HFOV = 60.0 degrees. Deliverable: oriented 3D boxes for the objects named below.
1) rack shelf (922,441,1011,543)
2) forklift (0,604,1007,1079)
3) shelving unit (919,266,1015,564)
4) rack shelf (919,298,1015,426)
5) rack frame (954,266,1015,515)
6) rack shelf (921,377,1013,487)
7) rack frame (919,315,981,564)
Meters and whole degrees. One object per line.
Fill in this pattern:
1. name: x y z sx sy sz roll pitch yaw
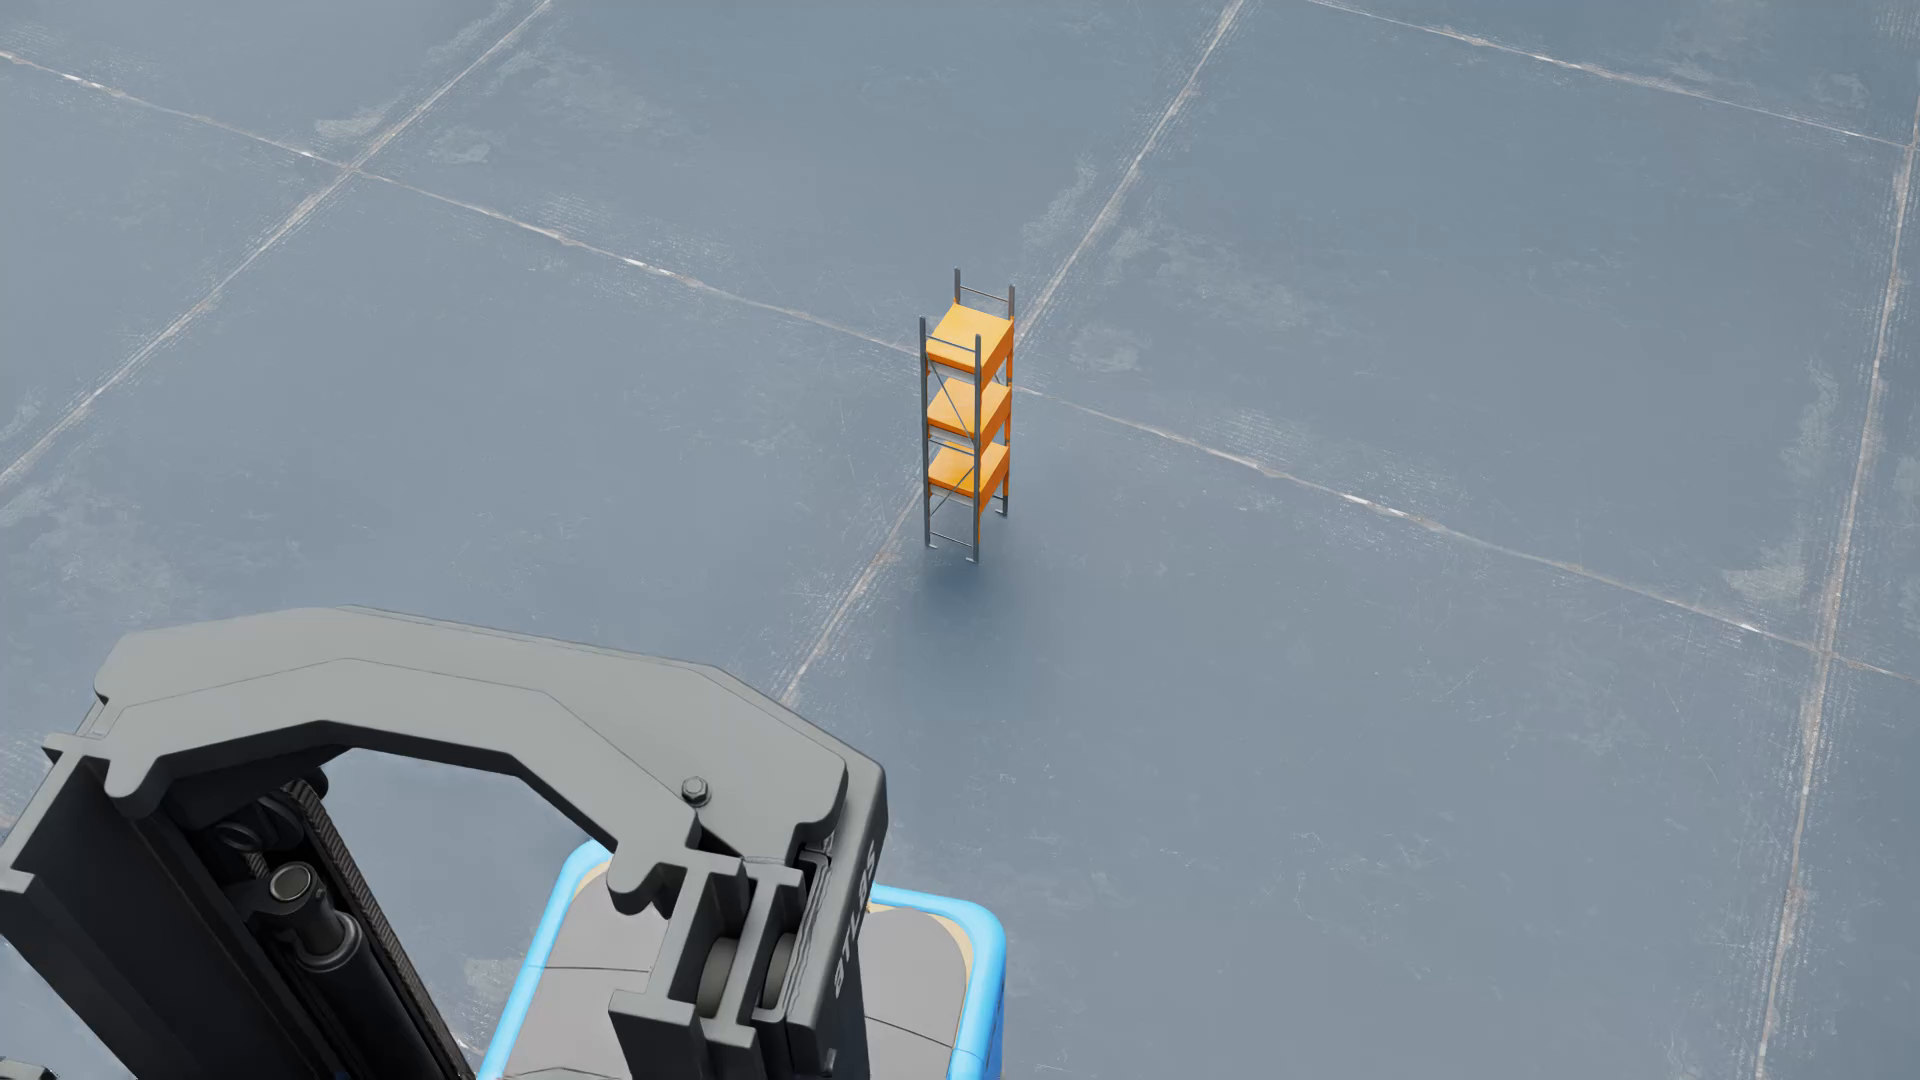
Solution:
1. rack shelf: 0.023 -0.190 5.601 0.215 0.259 0.240 20 52 16
2. forklift: -0.682 1.585 2.477 1.130 2.935 3.031 9 50 7
3. shelving unit: 0.023 -0.377 5.382 0.215 1.050 0.252 20 52 16
4. rack shelf: 0.023 -0.554 5.173 0.215 0.259 0.240 20 52 16
5. rack frame: 0.075 -0.461 5.453 0.200 1.050 0.008 20 52 16
6. rack shelf: 0.023 -0.370 5.390 0.215 0.259 0.240 20 52 16
7. rack frame: -0.029 -0.293 5.310 0.200 1.050 0.008 20 52 16
